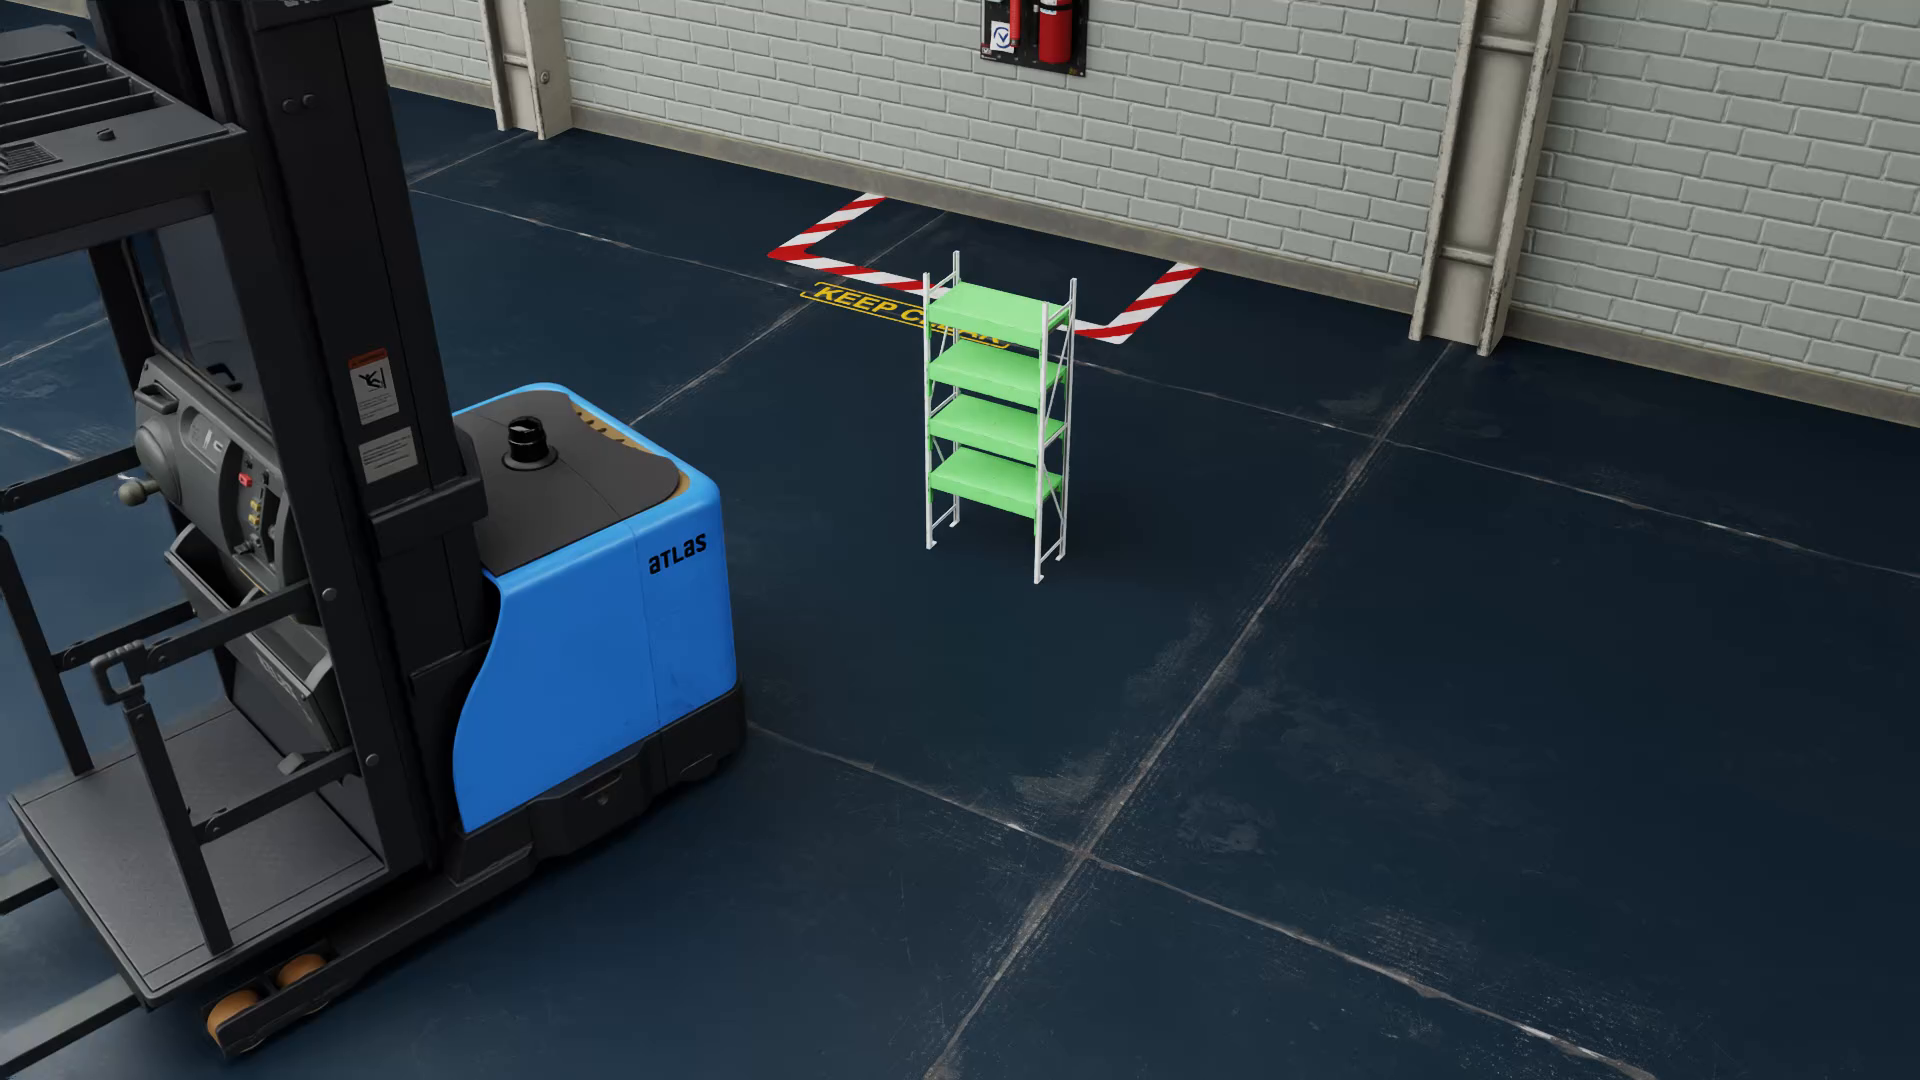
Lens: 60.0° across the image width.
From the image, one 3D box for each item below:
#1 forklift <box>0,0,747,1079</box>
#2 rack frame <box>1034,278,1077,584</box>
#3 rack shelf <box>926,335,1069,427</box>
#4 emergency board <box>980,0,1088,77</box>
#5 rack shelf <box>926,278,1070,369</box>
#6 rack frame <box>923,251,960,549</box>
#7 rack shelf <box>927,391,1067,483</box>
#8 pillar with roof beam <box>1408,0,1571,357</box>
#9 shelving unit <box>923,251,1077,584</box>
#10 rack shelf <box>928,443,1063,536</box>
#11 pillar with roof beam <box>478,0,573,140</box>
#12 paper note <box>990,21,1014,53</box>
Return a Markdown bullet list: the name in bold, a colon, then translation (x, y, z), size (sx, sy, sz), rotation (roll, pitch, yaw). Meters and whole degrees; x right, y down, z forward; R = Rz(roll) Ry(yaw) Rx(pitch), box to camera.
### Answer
- **forklift**: translation (-2.133, -0.126, 4.295), size (3.031, 2.935, 1.130), rotation (-28, 43, -35)
- **rack frame**: translation (0.356, -0.387, 6.248), size (0.015, 1.200, 0.240), rotation (18, 37, 24)
- **rack shelf**: translation (0.144, -0.600, 6.251), size (0.480, 0.148, 0.258), rotation (18, 37, 24)
- **emergency board**: translation (0.346, -2.966, 8.498), size (0.643, 1.169, 0.194), rotation (18, 37, 24)
- **rack shelf**: translation (0.144, -0.800, 6.118), size (0.480, 0.148, 0.258), rotation (18, 37, 24)
- **rack frame**: translation (-0.068, -0.521, 6.450), size (0.015, 1.200, 0.240), rotation (18, 37, 24)
- **rack shelf**: translation (0.144, -0.401, 6.384), size (0.480, 0.148, 0.258), rotation (18, 37, 24)
- **pillar with roof beam**: translation (0.337, -2.693, 2.676), size (0.400, 9.000, 9.100), rotation (18, 37, 24)
- **shelving unit**: translation (0.144, -0.454, 6.349), size (0.503, 1.200, 0.258), rotation (18, 37, 24)
- **rack shelf**: translation (0.144, -0.201, 6.518), size (0.480, 0.148, 0.258), rotation (18, 37, 24)
- **pillar with roof beam**: translation (-4.872, -4.343, 5.154), size (0.400, 9.000, 9.100), rotation (18, 37, 24)
- **paper note**: translation (0.227, -2.681, 8.865), size (0.142, 0.148, 0.016), rotation (18, 37, 24)
